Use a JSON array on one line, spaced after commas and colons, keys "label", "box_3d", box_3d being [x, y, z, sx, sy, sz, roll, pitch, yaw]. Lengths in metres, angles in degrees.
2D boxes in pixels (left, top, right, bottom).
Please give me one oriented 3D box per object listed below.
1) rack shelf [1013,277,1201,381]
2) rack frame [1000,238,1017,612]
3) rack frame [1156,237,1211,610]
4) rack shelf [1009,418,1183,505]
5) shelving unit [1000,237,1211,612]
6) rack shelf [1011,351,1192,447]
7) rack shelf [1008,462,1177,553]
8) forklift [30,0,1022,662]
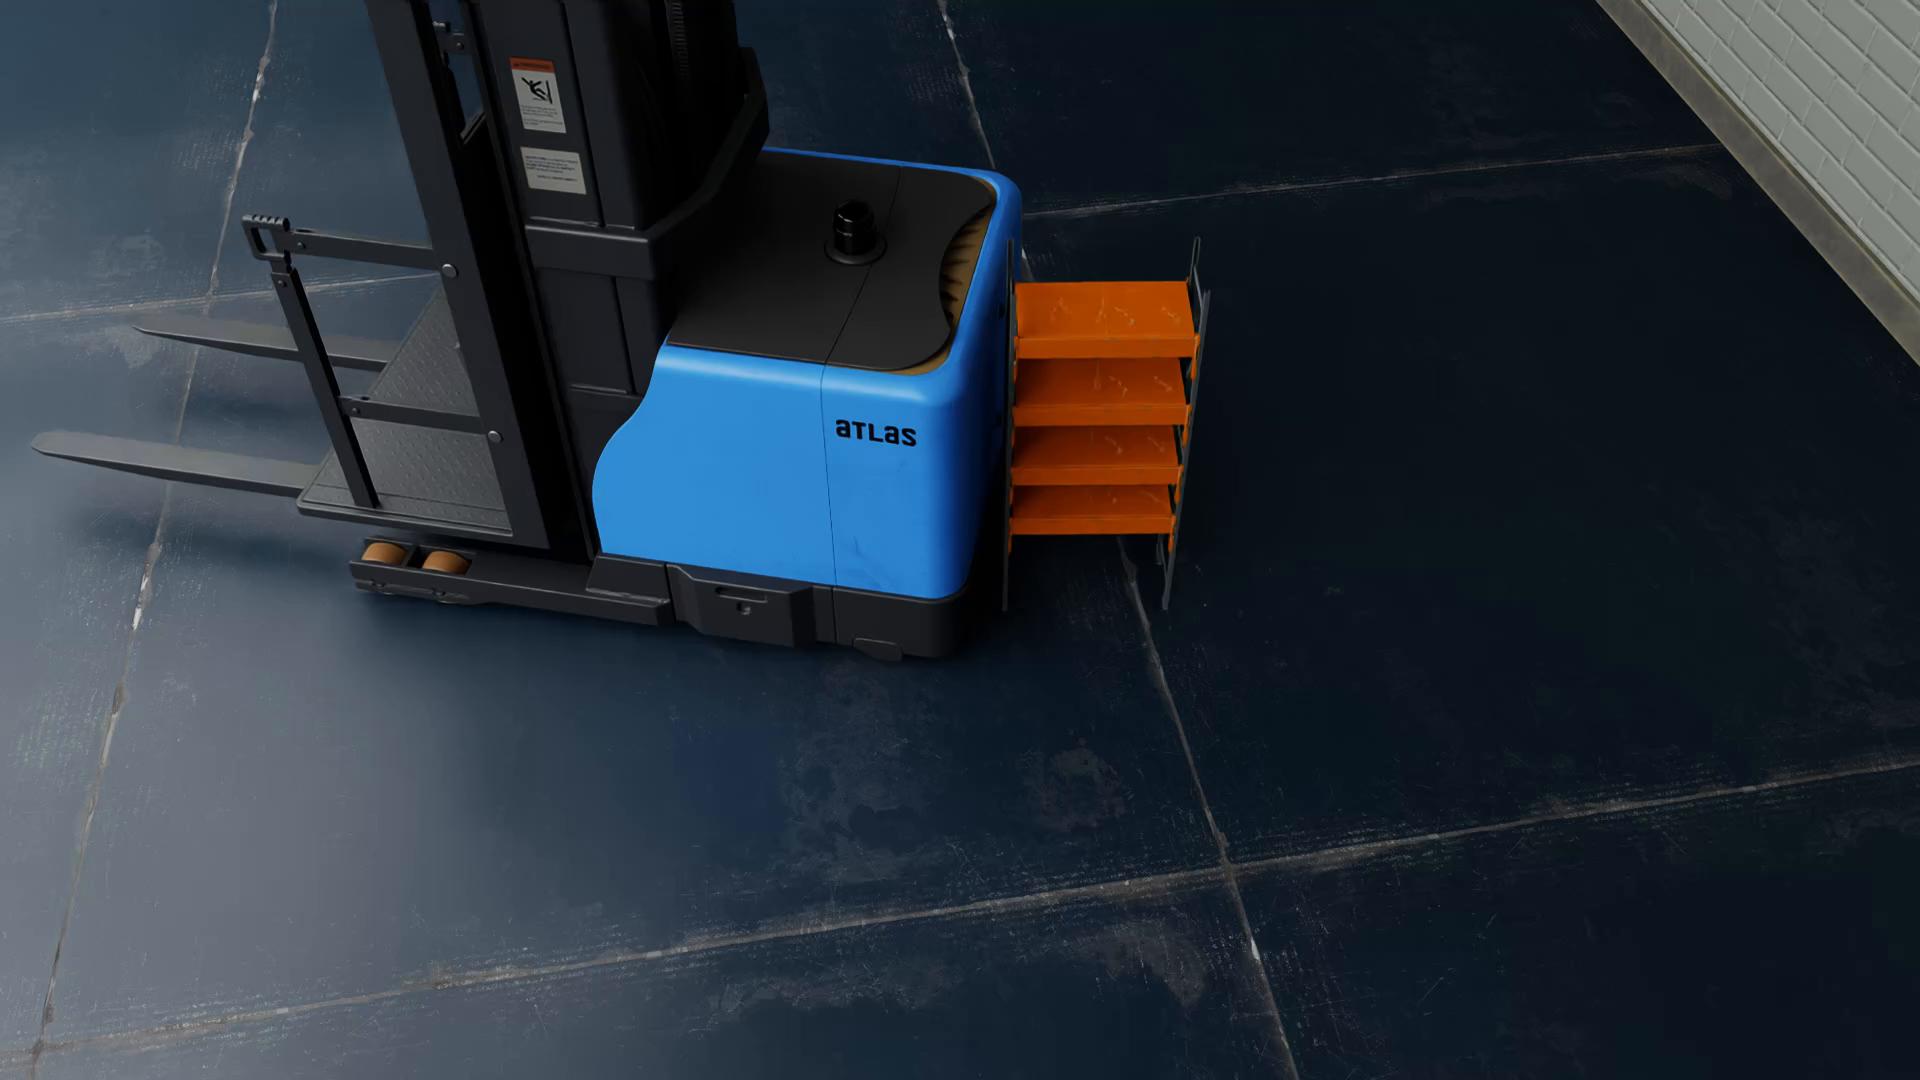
[{"label": "rack shelf", "box_3d": [0.378, -0.560, 4.411, 0.480, 0.148, 0.258, -1, 46, -1]}, {"label": "rack frame", "box_3d": [0.134, -0.285, 4.692, 0.015, 1.200, 0.240, -1, 46, -1]}, {"label": "rack frame", "box_3d": [0.622, -0.290, 4.696, 0.015, 1.200, 0.240, -1, 46, -1]}, {"label": "rack shelf", "box_3d": [0.378, -0.241, 4.742, 0.480, 0.148, 0.258, -1, 46, -1]}, {"label": "shelving unit", "box_3d": [0.378, -0.288, 4.694, 0.503, 1.200, 0.258, -1, 46, -1]}, {"label": "rack shelf", "box_3d": [0.378, -0.396, 4.581, 0.480, 0.148, 0.258, -1, 46, -1]}, {"label": "rack shelf", "box_3d": [0.378, -0.103, 4.885, 0.480, 0.148, 0.258, -1, 46, -1]}, {"label": "forklift", "box_3d": [-1.377, -1.188, 4.360, 3.031, 2.935, 1.130, 8, 47, 8]}]
